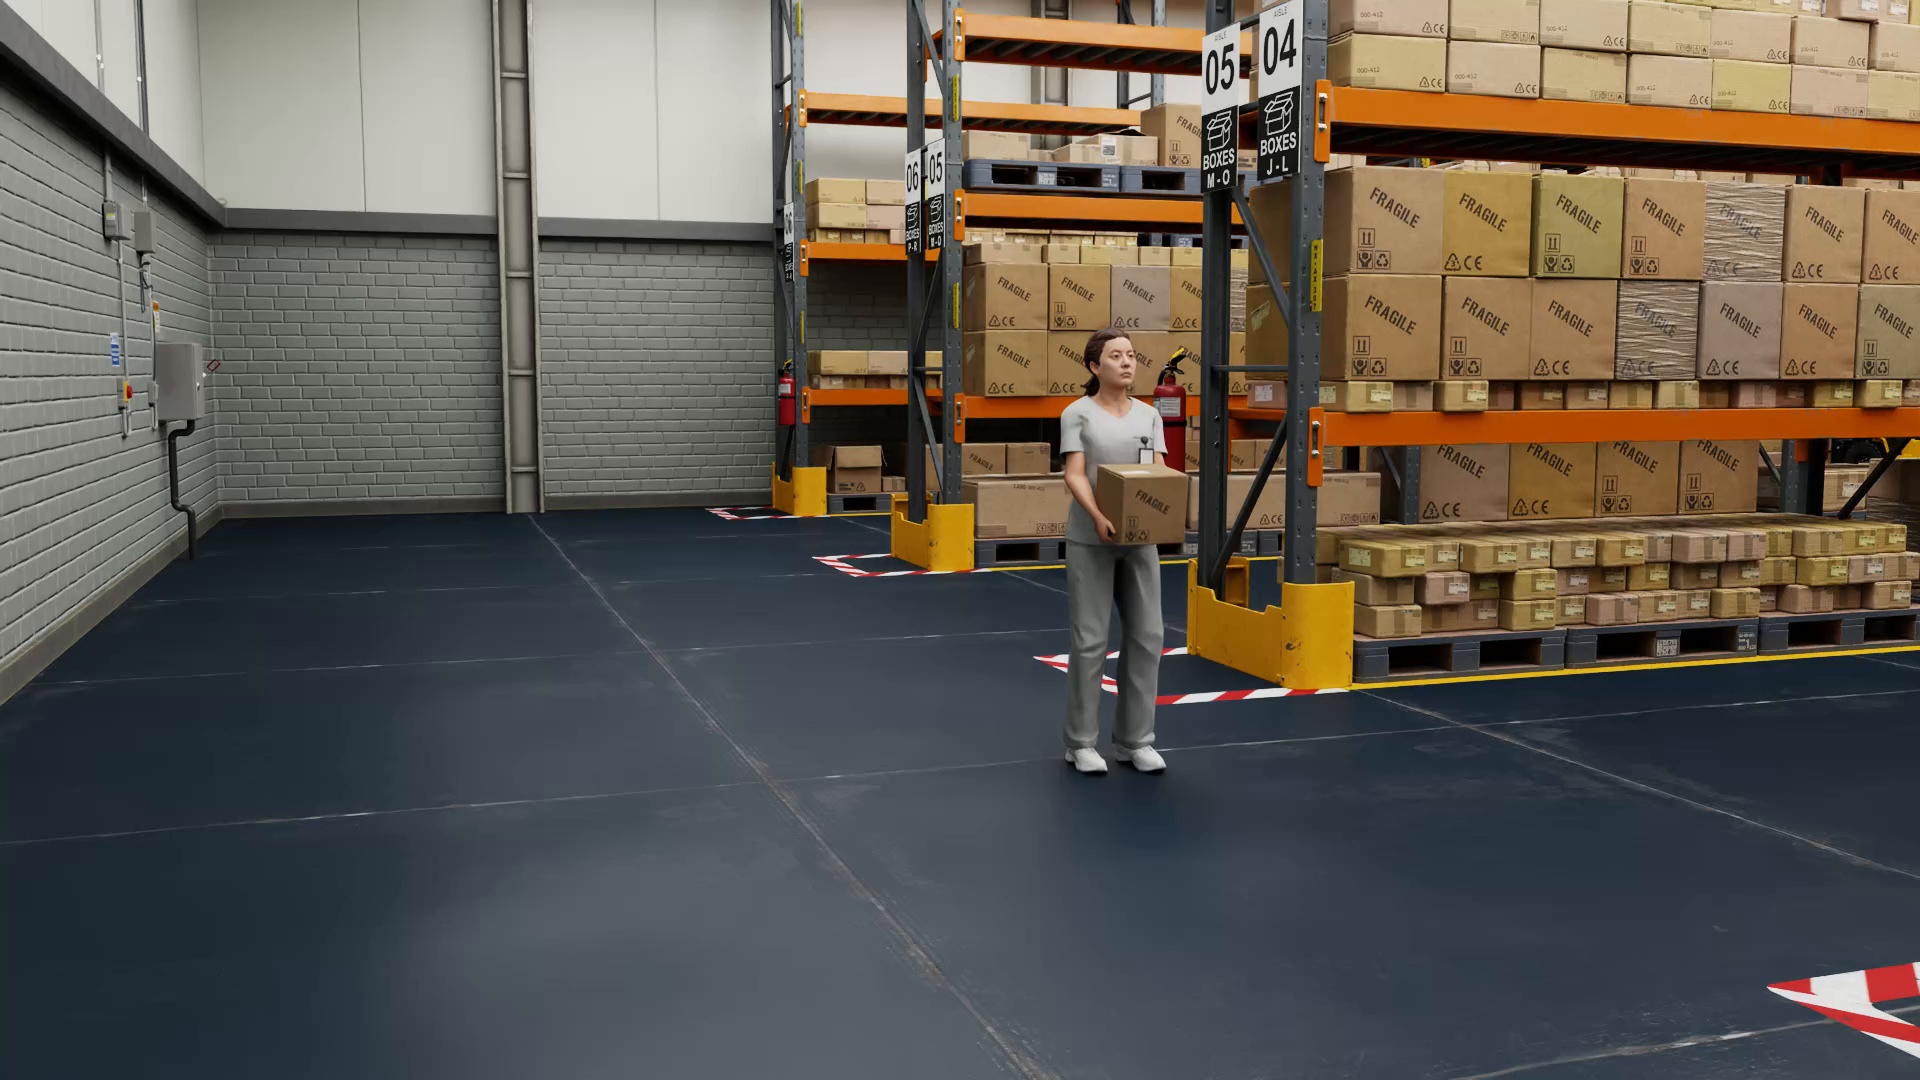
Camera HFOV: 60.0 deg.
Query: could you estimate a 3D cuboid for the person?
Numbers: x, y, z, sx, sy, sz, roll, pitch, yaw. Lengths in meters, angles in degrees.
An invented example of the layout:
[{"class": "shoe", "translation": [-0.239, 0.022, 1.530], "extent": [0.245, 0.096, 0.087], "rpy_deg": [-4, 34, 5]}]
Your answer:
[{"class": "person", "translation": [0.603, 0.030, 6.268], "extent": [0.511, 1.666, 0.417], "rpy_deg": [-2, 6, -22]}]
